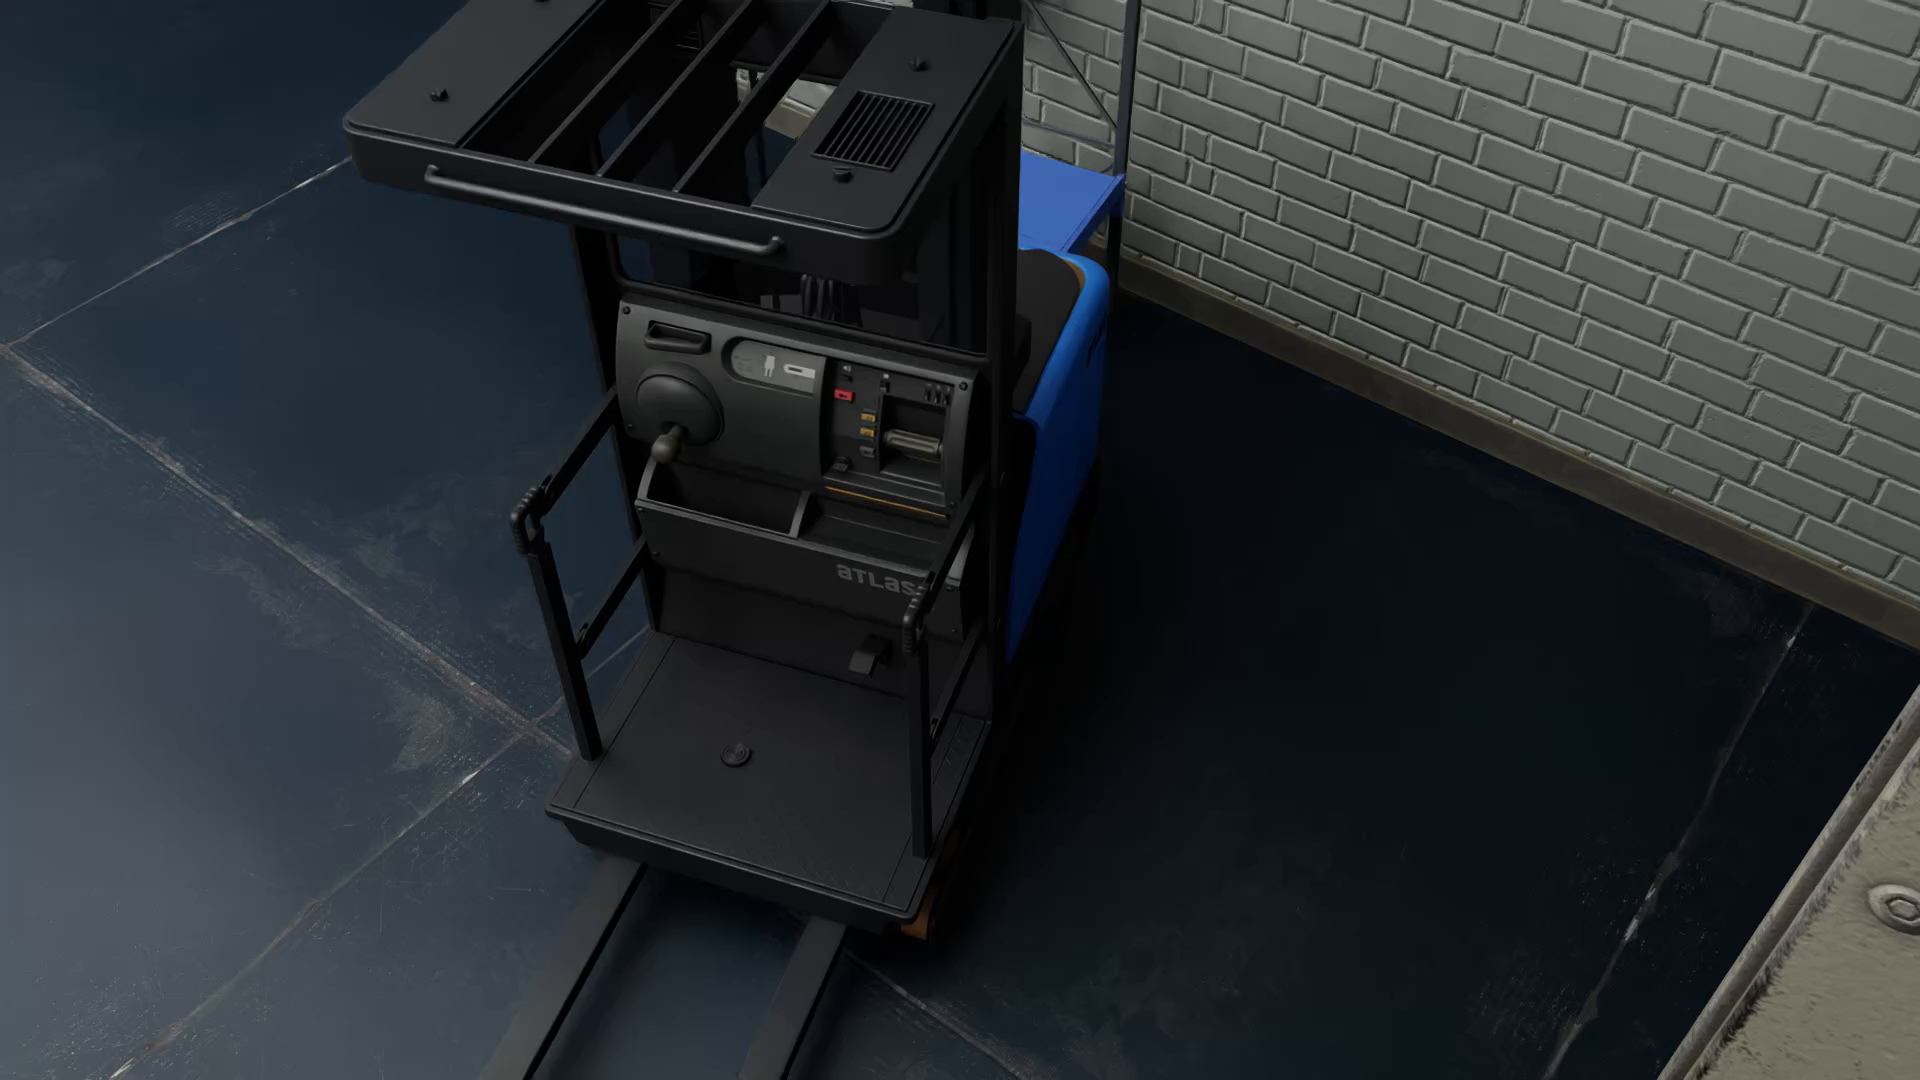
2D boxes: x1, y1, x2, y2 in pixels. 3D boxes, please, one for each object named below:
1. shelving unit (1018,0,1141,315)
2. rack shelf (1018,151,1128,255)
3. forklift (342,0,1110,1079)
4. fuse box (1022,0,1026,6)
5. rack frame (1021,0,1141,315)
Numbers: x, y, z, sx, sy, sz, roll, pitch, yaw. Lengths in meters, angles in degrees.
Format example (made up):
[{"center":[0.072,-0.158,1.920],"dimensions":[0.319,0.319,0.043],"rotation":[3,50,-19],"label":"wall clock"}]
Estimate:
[{"center":[0.159,-1.171,5.832],"dimensions":[0.538,1.500,1.048],"rotation":[20,49,18],"label":"shelving unit"},{"center":[0.159,-1.047,5.962],"dimensions":[0.538,0.185,1.000],"rotation":[20,49,18],"label":"rack shelf"},{"center":[-0.483,-0.231,3.944],"dimensions":[1.130,2.935,3.031],"rotation":[14,48,13],"label":"forklift"},{"center":[-0.007,-1.819,6.304],"dimensions":[0.539,1.711,0.414],"rotation":[29,53,25],"label":"fuse box"},{"center":[0.386,-1.500,6.146],"dimensions":[0.500,1.500,0.032],"rotation":[20,49,18],"label":"rack frame"}]
